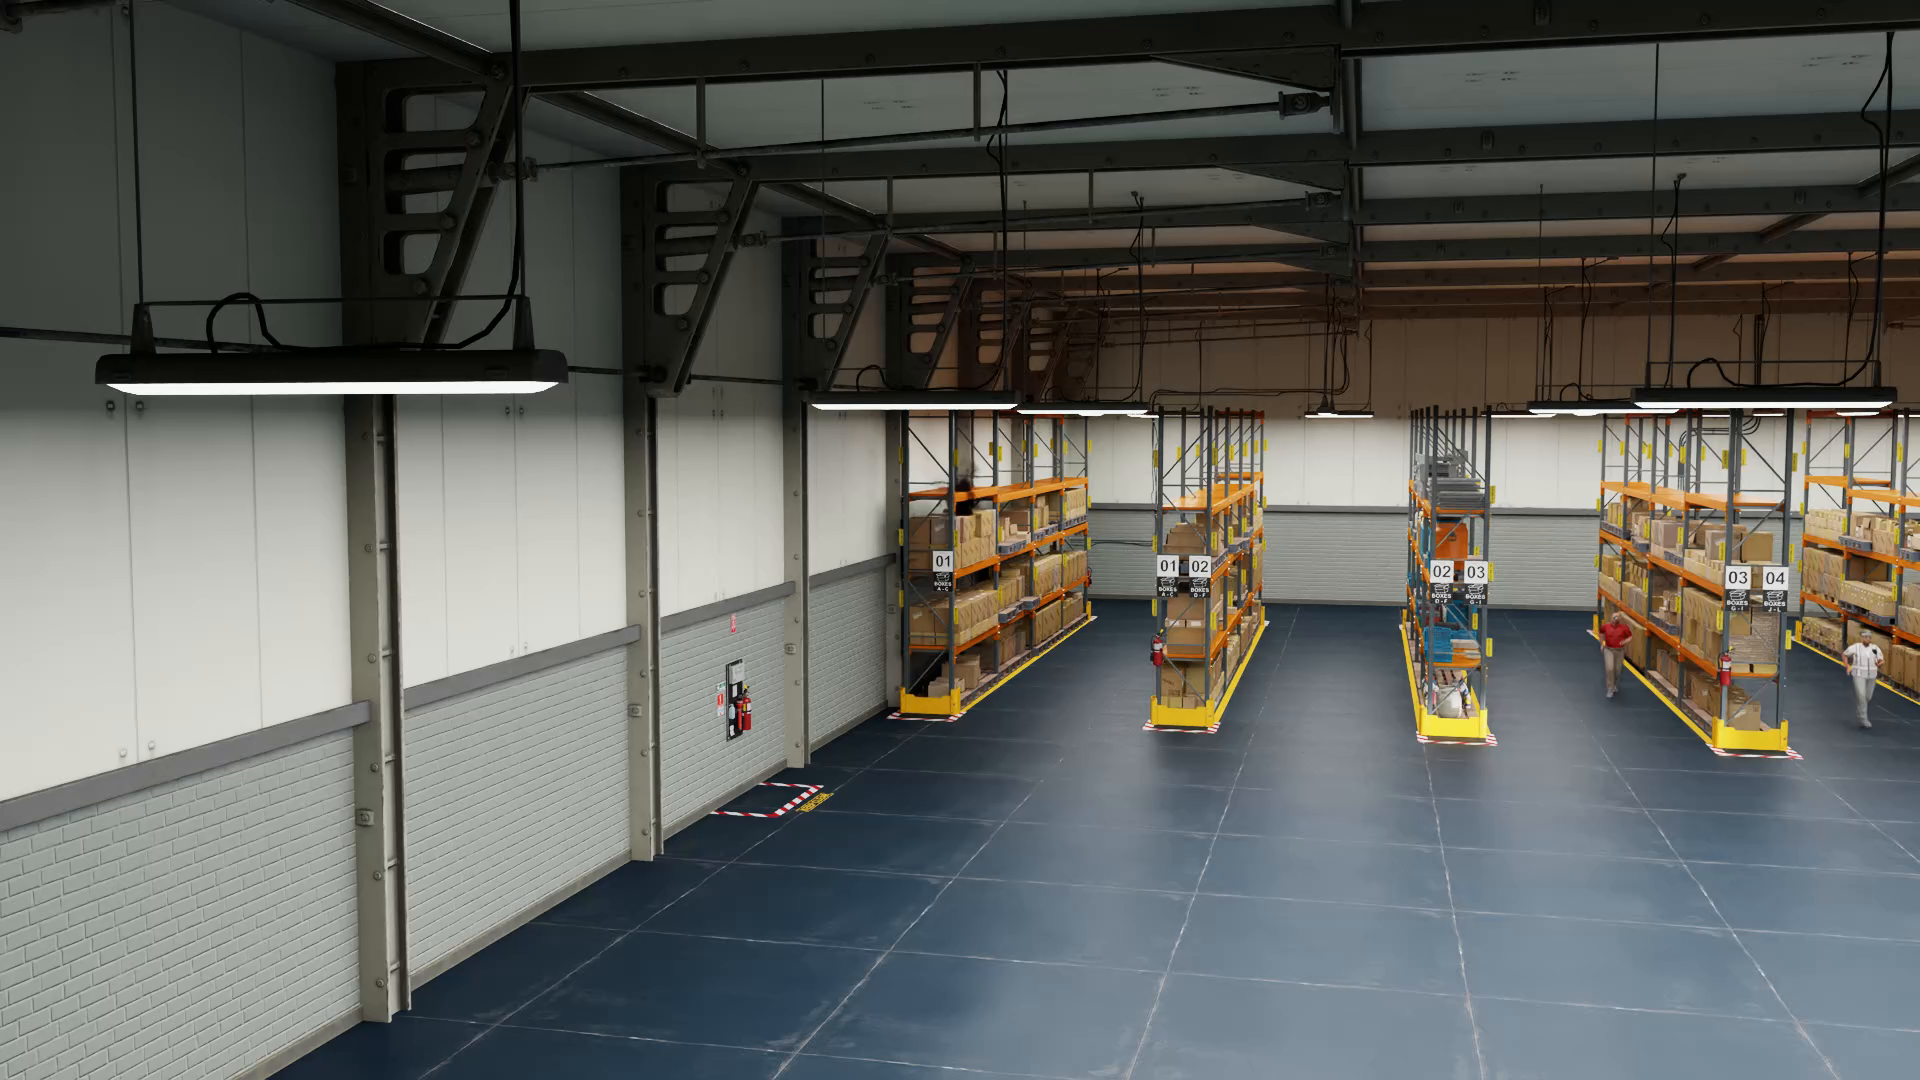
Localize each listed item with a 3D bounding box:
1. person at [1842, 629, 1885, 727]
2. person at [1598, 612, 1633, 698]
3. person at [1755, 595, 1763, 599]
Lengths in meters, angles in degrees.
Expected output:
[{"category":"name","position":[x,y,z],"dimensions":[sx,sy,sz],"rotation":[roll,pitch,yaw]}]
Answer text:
[{"category":"person","position":[17.048,2.563,31.334],"dimensions":[0.666,1.779,0.951],"rotation":[0,4,6]},{"category":"person","position":[13.659,2.380,34.666],"dimensions":[0.650,1.773,0.851],"rotation":[1,4,14]},{"category":"person","position":[20.319,1.839,42.190],"dimensions":[0.737,1.718,0.658],"rotation":[2,4,23]}]
